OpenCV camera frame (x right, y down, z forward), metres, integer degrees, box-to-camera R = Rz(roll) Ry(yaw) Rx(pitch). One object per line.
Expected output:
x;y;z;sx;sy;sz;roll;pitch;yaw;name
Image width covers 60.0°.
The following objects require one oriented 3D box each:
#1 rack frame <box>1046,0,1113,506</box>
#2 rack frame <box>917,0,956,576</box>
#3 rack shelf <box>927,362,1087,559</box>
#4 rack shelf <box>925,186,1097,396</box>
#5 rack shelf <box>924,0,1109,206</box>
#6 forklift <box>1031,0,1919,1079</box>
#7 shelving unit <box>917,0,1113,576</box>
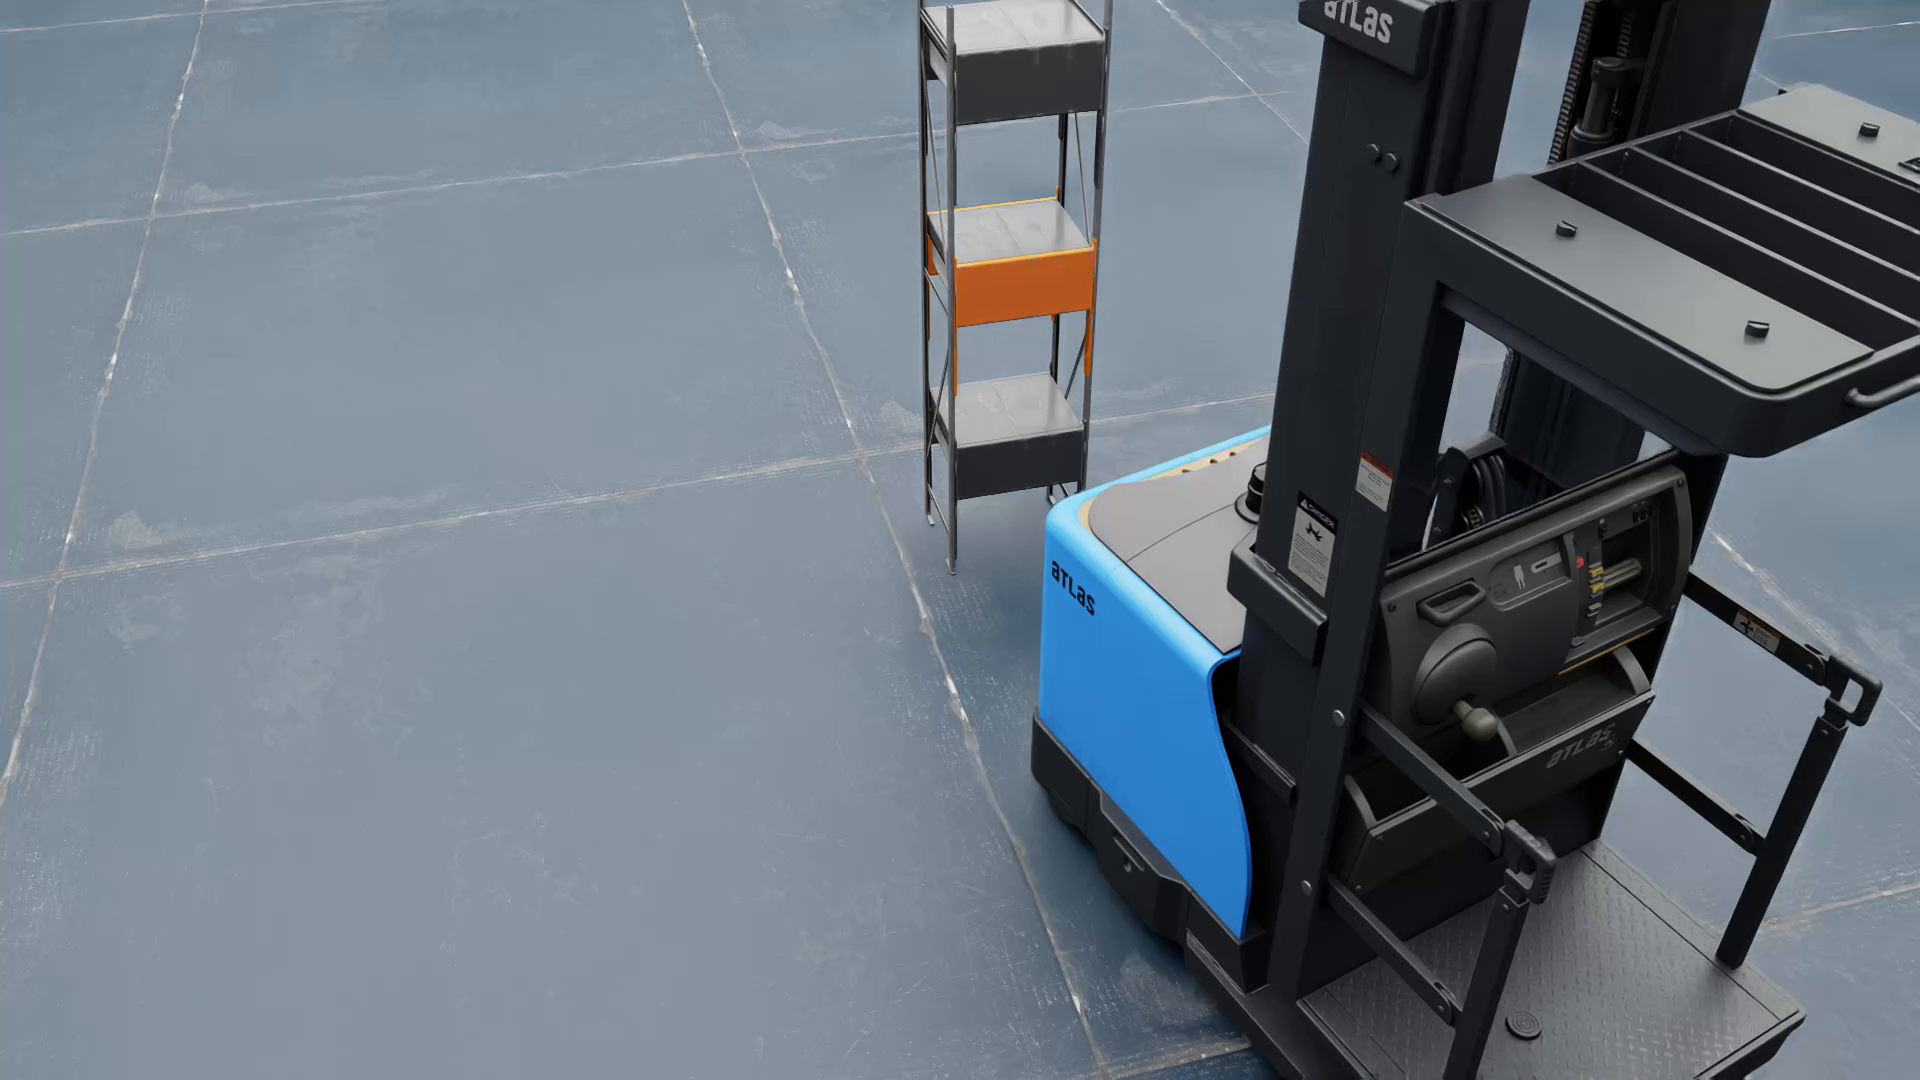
0.395;-0.899;5.697;0.015;2.100;0.400;-9;38;-12;rack frame
-0.076;-0.822;5.596;0.015;2.100;0.400;-9;38;-12;rack frame
0.160;-0.293;6.080;0.480;0.518;0.431;-9;38;-12;rack shelf
0.160;-0.849;5.655;0.480;0.518;0.431;-9;38;-12;rack shelf
0.160;-1.405;5.229;0.480;0.518;0.431;-9;38;-12;rack shelf
1.405;0.211;3.562;1.130;2.935;3.031;-20;42;-24;forklift
0.160;-0.860;5.646;0.503;2.100;0.431;-9;38;-12;shelving unit
